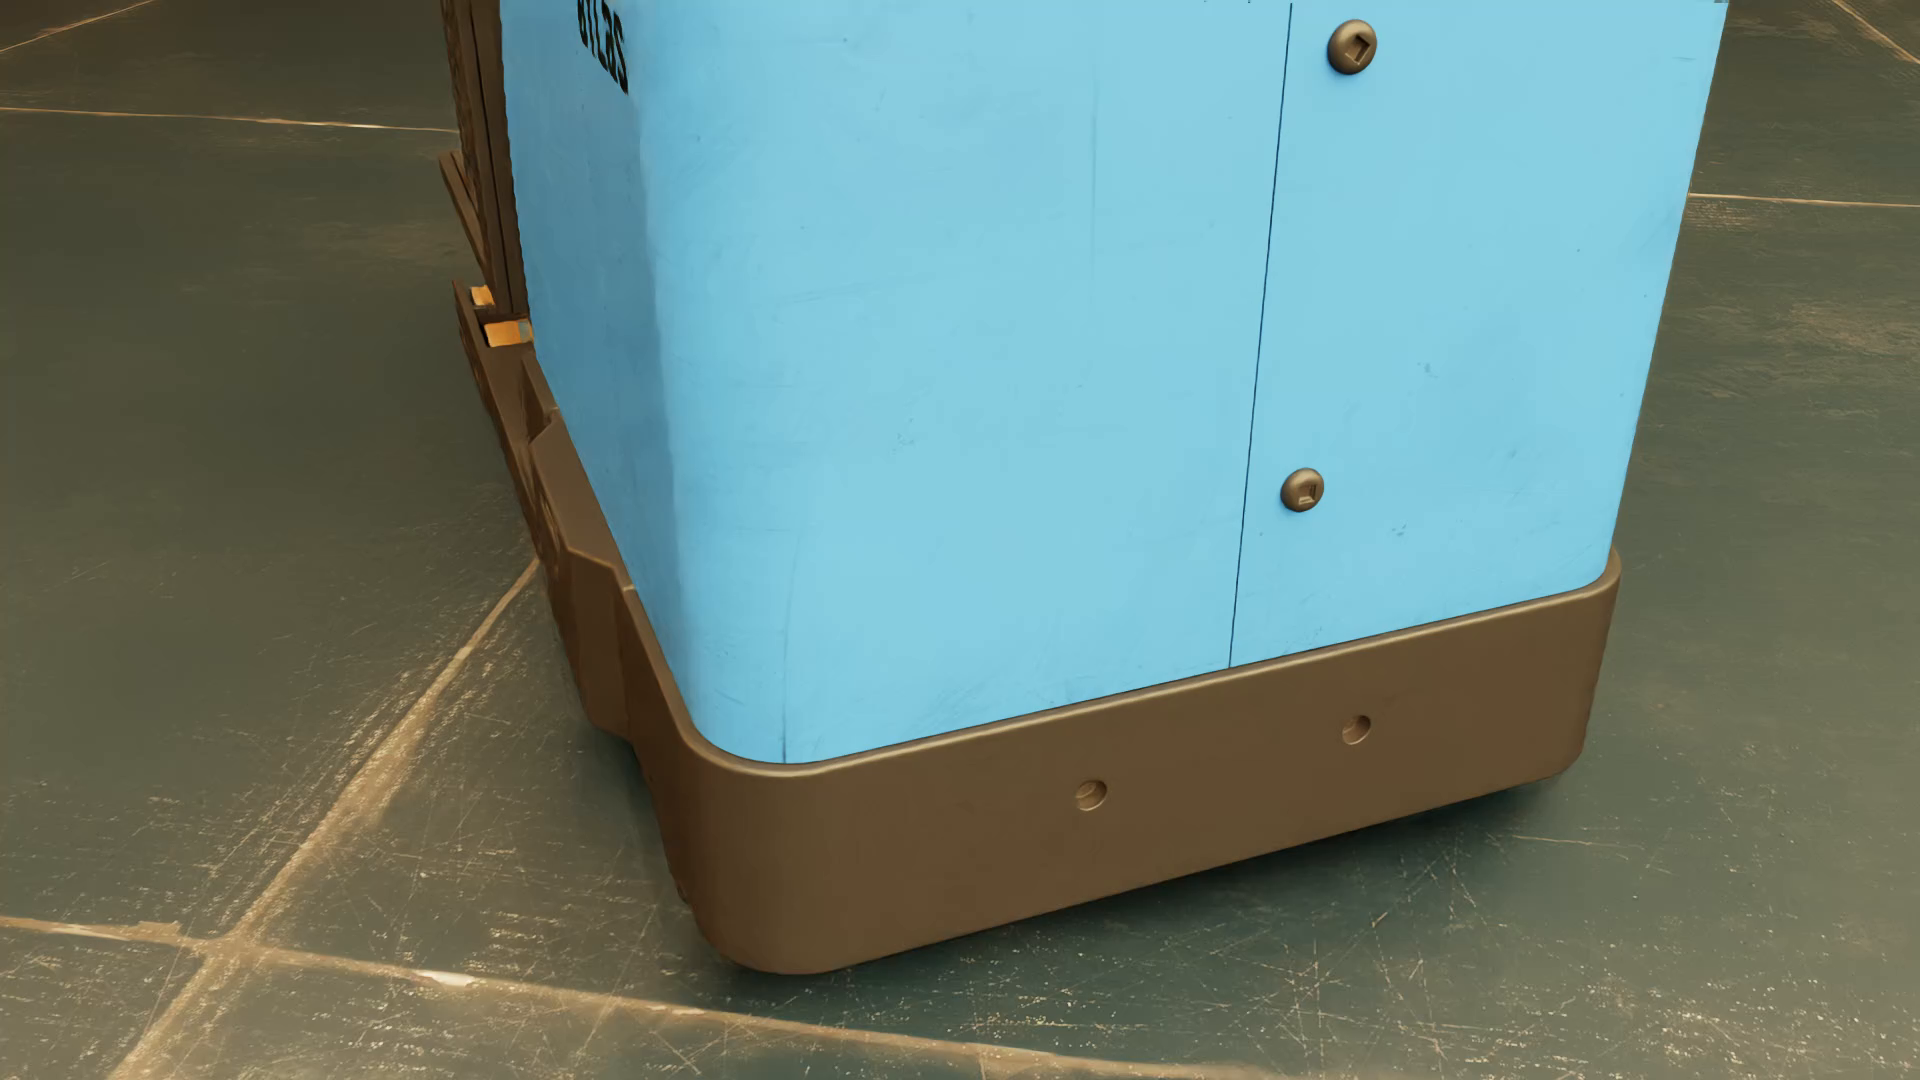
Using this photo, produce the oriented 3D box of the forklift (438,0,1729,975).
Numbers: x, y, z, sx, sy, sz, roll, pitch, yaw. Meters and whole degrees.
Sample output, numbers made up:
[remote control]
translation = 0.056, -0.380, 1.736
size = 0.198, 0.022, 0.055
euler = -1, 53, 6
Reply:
[forklift]
translation = -0.280, -1.562, 2.294
size = 1.130, 2.935, 3.031
euler = -11, 31, -18
